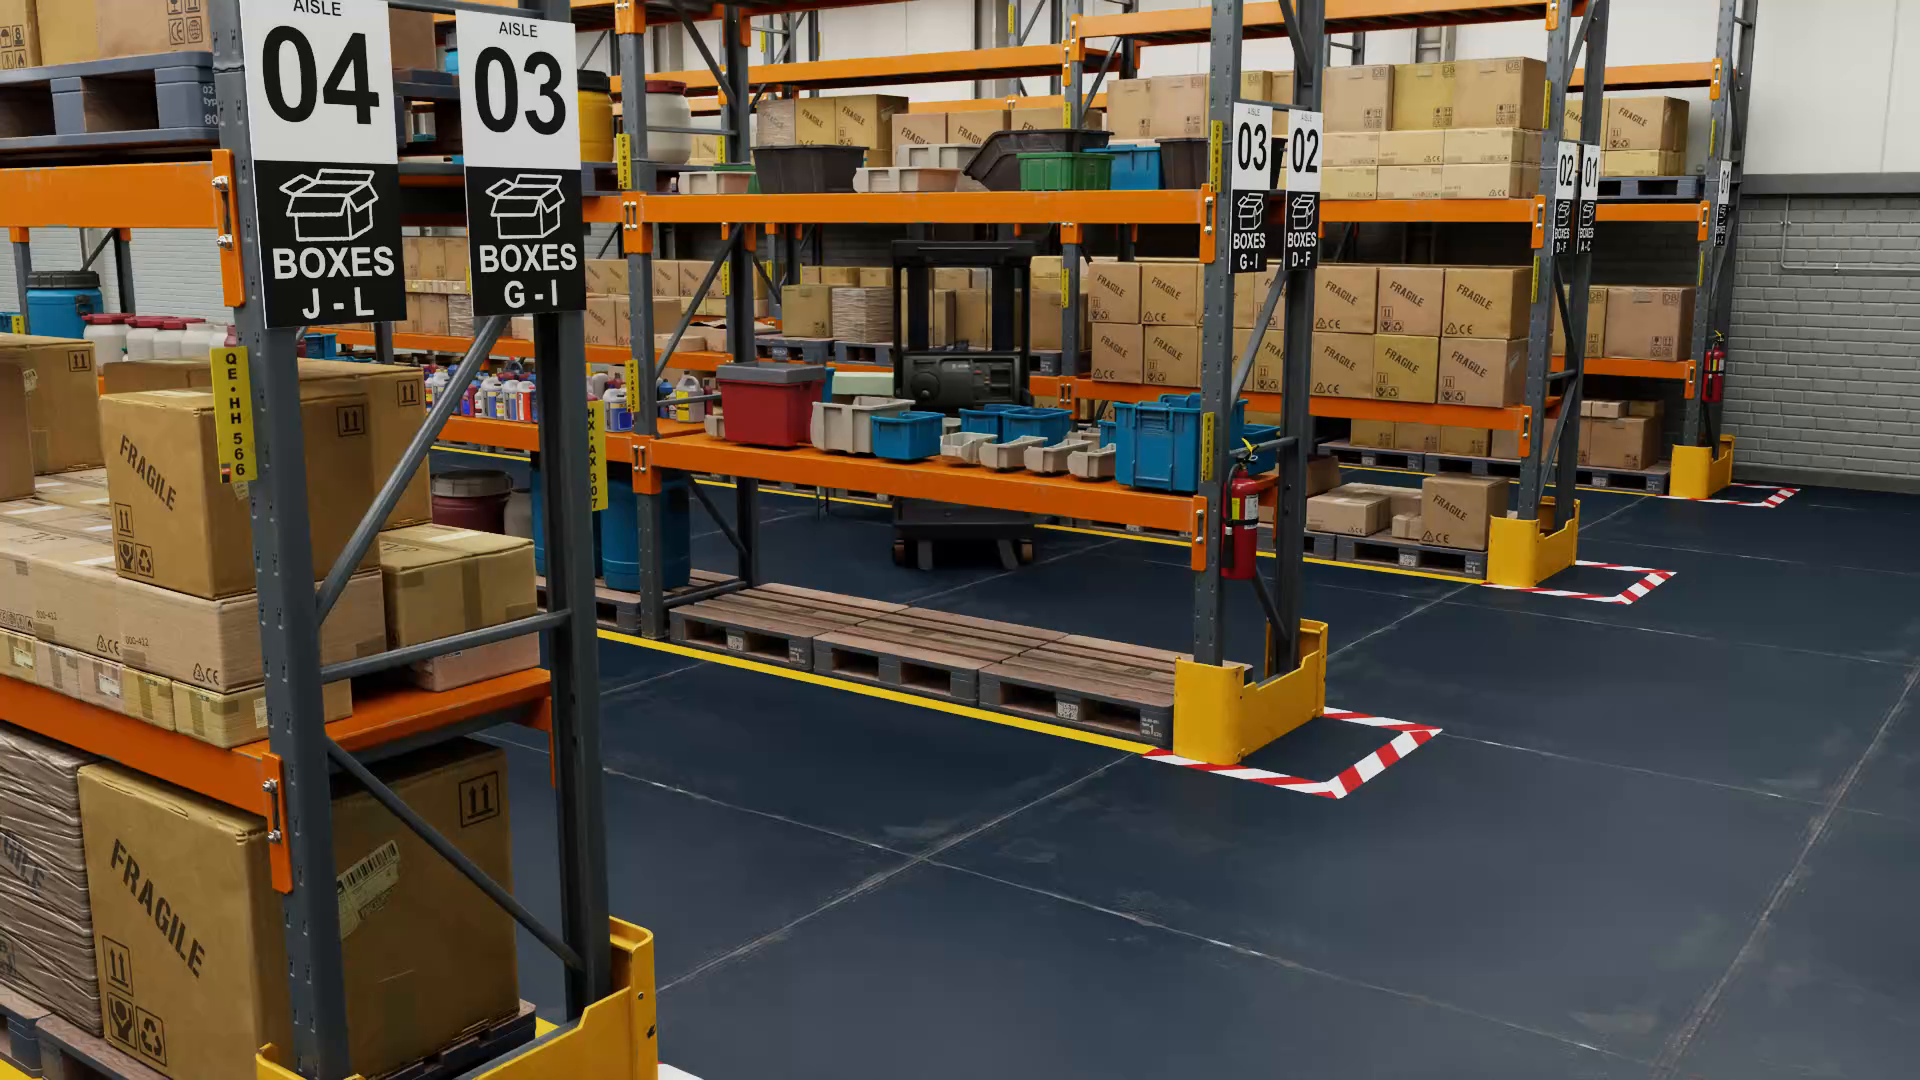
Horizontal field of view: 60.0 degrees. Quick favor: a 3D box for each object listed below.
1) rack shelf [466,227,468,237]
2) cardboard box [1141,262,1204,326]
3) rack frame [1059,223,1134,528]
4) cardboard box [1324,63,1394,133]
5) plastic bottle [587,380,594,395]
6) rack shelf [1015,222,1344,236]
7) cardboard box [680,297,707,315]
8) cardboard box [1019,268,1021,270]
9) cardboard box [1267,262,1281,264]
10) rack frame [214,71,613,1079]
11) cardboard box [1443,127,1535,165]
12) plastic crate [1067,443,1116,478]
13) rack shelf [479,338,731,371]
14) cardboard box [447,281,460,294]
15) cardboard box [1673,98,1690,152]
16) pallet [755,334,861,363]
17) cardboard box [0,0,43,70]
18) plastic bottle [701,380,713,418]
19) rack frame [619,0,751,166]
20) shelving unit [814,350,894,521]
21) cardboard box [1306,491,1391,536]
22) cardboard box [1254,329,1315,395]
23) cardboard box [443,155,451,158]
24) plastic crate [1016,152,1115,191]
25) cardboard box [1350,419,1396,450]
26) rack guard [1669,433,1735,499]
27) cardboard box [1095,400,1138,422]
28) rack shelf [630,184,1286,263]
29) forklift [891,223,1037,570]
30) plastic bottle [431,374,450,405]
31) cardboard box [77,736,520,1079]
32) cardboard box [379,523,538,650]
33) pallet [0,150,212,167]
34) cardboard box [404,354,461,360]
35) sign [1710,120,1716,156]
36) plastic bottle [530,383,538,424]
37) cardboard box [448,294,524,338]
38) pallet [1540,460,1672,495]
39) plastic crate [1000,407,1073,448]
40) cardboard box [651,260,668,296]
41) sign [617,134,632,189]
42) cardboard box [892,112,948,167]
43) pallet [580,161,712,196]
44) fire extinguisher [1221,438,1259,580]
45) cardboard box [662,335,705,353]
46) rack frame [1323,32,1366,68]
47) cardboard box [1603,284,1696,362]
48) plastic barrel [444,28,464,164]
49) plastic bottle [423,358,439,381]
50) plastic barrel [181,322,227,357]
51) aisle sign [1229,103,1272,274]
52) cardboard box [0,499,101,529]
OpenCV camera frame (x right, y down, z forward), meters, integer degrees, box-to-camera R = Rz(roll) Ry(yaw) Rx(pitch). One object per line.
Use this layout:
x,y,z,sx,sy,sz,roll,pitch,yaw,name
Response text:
-6.838,-3.909,20.334,4.000,0.370,1.077,8,13,36,rack shelf
1.851,-2.051,13.839,0.500,0.500,0.500,7,13,34,cardboard box
1.222,-1.665,14.739,0.127,3.000,1.000,8,13,36,rack frame
3.203,-3.392,12.874,0.500,0.500,0.700,8,13,36,cardboard box
-2.563,-0.958,11.215,0.185,0.351,0.144,8,13,36,plastic bottle
2.539,-3.768,19.607,4.000,0.370,1.077,8,13,36,rack shelf
-3.670,-3.378,23.934,0.500,0.250,0.500,8,13,35,cardboard box
0.631,-3.491,21.050,0.250,0.149,0.380,6,12,28,cardboard box
2.603,-2.074,13.957,0.500,0.500,0.500,8,14,36,cardboard box
-1.421,0.301,4.577,0.127,3.000,1.000,8,13,36,rack frame
3.881,-2.879,12.193,0.500,0.250,0.500,8,13,36,cardboard box
0.746,-0.421,8.847,0.243,0.136,0.396,8,13,36,plastic crate
-3.614,-1.986,18.294,4.000,0.370,1.077,8,13,36,rack shelf
-5.770,-2.958,19.451,0.250,0.149,0.380,8,13,34,cardboard box
6.929,-4.116,16.561,0.500,0.500,0.500,7,13,33,cardboard box
-1.415,-1.955,16.743,1.003,0.211,1.213,8,13,36,pallet
-2.700,-1.659,5.178,0.500,0.500,0.700,7,13,32,cardboard box
-1.756,-0.956,11.383,0.133,0.283,0.061,8,13,36,plastic bottle
-1.713,-3.853,10.252,0.127,3.000,1.000,8,13,36,rack frame
-0.887,-0.936,14.918,0.755,1.500,0.431,2,11,9,shelving unit
3.114,-0.216,13.331,0.500,0.250,0.500,8,13,36,cardboard box
2.698,-1.444,13.336,0.500,0.500,0.500,8,13,35,cardboard box
-6.479,-4.567,20.097,0.637,0.503,0.797,10,15,42,cardboard box
0.547,-1.893,8.579,0.336,0.188,0.450,8,13,36,plastic crate
4.693,-1.303,18.343,0.500,0.500,0.700,8,14,36,cardboard box
7.394,-0.744,16.560,0.348,0.500,1.175,8,13,36,rack guard
2.144,-1.822,20.105,0.750,0.750,0.750,8,13,35,cardboard box
-0.101,-1.802,9.443,4.000,0.370,1.077,8,13,36,rack shelf
0.020,-1.303,13.047,1.130,2.935,3.031,0,11,-2,forklift
-3.662,-1.042,11.844,0.135,0.276,0.152,8,13,36,plastic bottle
-1.984,1.078,5.048,0.875,0.875,0.875,8,13,36,cardboard box
-1.648,0.133,5.056,0.500,0.250,0.500,8,13,34,cardboard box
-3.013,-1.347,5.432,1.213,0.211,1.003,8,13,36,pallet
-6.625,-2.057,20.925,0.500,0.500,0.500,8,13,36,cardboard box
7.042,-3.761,15.554,0.005,0.325,0.100,8,13,36,sign
-2.797,-0.957,11.209,0.185,0.351,0.144,8,13,36,plastic bottle
-5.588,-2.662,19.631,0.500,0.500,0.700,8,13,34,cardboard box
6.684,-0.683,17.004,1.213,0.211,1.003,8,13,36,pallet
0.445,-0.631,9.676,0.300,0.233,0.416,8,13,36,plastic crate
-4.509,-3.861,24.460,0.500,0.500,0.500,7,13,34,cardboard box
-2.040,-2.300,10.101,0.005,0.325,0.100,8,13,36,sign
-0.217,-3.660,15.519,0.600,0.600,0.600,7,13,33,cardboard box
-2.403,-2.360,10.933,1.003,0.211,1.213,8,13,36,pallet
1.363,-0.150,8.092,0.183,0.674,0.296,8,13,36,fire extinguisher
-2.891,-2.050,17.391,0.250,0.149,0.380,8,13,36,cardboard box
4.151,-5.369,18.091,0.127,3.000,1.000,8,13,36,rack frame
6.958,-2.177,16.597,0.700,0.700,0.980,9,14,38,cardboard box
-3.180,-3.001,11.320,0.708,0.901,0.600,8,13,36,plastic barrel
-4.173,-1.293,13.125,0.133,0.283,0.061,8,13,36,plastic bottle
-6.232,-1.542,13.809,0.421,0.512,0.421,0,11,0,plastic barrel
1.395,-1.681,7.976,0.004,0.787,0.394,8,13,36,aisle sign
-3.210,0.042,5.525,0.500,0.250,0.500,8,14,36,cardboard box
